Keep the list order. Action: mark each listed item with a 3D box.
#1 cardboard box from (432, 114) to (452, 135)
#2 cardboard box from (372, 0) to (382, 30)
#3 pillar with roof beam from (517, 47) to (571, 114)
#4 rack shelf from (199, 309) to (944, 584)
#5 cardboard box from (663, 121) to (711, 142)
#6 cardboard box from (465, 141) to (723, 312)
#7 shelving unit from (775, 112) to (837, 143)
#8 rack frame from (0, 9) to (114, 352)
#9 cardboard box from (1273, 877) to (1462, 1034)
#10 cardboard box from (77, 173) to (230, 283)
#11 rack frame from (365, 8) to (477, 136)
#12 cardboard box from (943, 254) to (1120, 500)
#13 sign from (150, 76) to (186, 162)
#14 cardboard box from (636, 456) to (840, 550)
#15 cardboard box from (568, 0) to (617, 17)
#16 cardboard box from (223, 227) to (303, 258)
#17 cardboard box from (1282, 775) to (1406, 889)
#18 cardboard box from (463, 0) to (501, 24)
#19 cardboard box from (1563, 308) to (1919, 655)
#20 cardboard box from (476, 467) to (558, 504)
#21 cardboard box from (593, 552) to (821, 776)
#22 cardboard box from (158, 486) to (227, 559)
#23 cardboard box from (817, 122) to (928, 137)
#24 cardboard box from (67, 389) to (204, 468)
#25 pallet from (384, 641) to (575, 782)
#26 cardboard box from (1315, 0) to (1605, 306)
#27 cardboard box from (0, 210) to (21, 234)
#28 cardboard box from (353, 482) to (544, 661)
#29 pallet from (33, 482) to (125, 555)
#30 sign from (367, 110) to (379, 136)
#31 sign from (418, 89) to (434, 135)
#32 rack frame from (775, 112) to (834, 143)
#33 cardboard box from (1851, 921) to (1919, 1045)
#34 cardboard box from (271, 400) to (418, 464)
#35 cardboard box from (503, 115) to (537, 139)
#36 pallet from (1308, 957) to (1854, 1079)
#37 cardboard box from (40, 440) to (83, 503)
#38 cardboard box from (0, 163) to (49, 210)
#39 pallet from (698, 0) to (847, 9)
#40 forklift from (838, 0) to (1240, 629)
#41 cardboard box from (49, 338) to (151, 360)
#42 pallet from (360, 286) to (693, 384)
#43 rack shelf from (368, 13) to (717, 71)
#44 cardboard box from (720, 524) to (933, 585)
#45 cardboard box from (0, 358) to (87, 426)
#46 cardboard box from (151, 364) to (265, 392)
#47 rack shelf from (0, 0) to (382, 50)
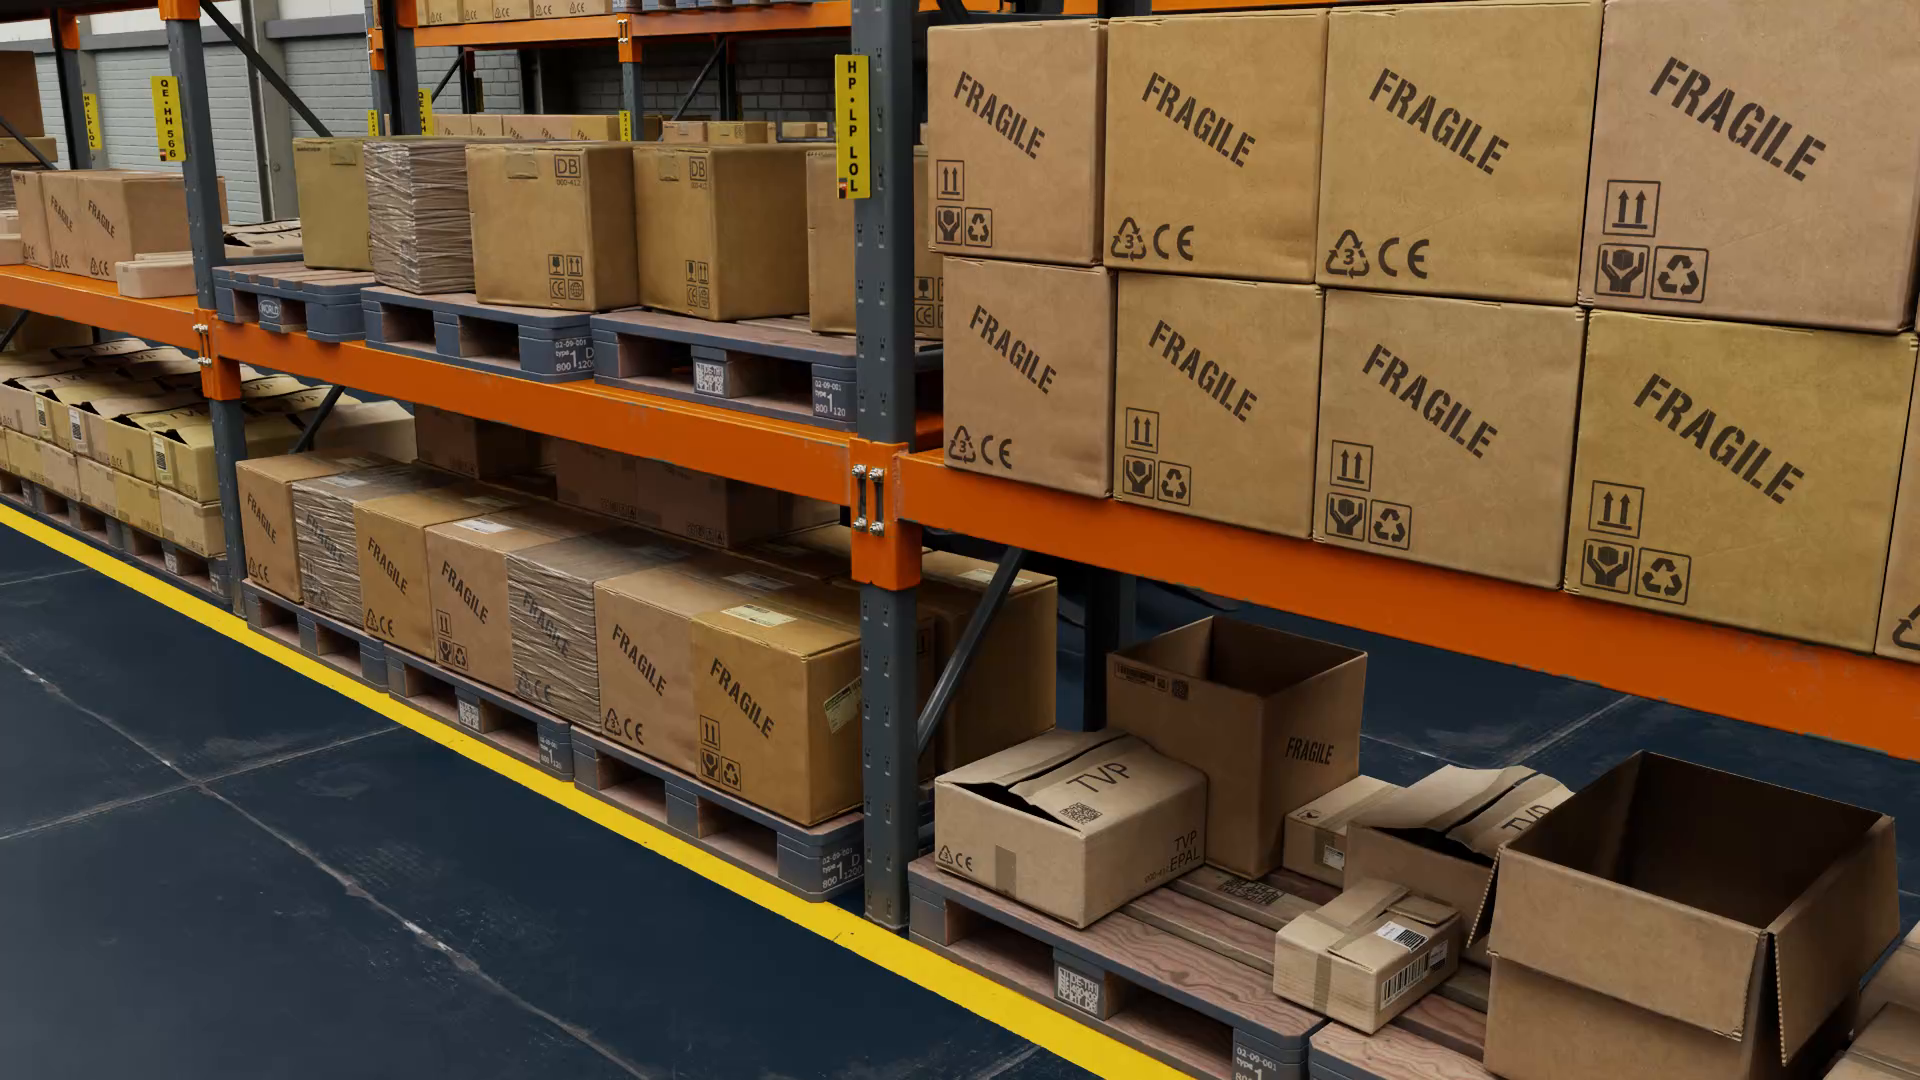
[{"bbox_3d":[-4.587,-3.579,14.991,0.500,0.500,0.500,14,20,42],"label":"cardboard box"},{"bbox_3d":[-5.004,-4.911,15.146,0.500,0.500,0.500,-14,20,-43],"label":"cardboard box"},{"bbox_3d":[-6.955,-5.662,12.315,0.400,9.000,9.100,14,20,42],"label":"pillar with roof beam"},{"bbox_3d":[-1.308,-0.508,5.858,4.000,0.370,1.077,14,20,42],"label":"rack shelf"},{"bbox_3d":[-1.849,-2.972,12.817,0.500,0.500,0.700,14,20,42],"label":"cardboard box"},{"bbox_3d":[-1.183,-1.055,5.502,0.500,0.500,0.700,8,17,28],"label":"cardboard box"},{"bbox_3d":[-0.669,-1.267,9.128,0.503,2.100,0.431,14,20,43],"label":"shelving unit"},{"bbox_3d":[-5.627,-1.906,9.798,0.127,3.000,1.000,14,20,42],"label":"rack frame"},{"bbox_3d":[0.914,0.915,3.719,0.250,0.166,0.380,14,20,42],"label":"cardboard box"},{"bbox_3d":[-3.967,-1.545,8.214,0.500,0.500,0.500,12,19,39],"label":"cardboard box"},{"bbox_3d":[-5.071,-3.506,15.938,0.127,3.000,1.000,14,20,42],"label":"rack frame"},{"bbox_3d":[0.310,-0.416,3.880,0.500,0.500,0.500,-14,20,-43],"label":"cardboard box"},{"bbox_3d":[-3.130,-1.665,6.576,0.005,0.325,0.100,14,20,42],"label":"sign"},{"bbox_3d":[-0.767,-0.176,5.756,0.500,0.250,0.500,14,20,42],"label":"cardboard box"},{"bbox_3d":[-2.728,-4.359,13.026,0.500,0.500,0.500,-14,20,-43],"label":"cardboard box"},{"bbox_3d":[-2.979,-1.234,7.397,0.500,0.311,0.500,-13,19,-41],"label":"cardboard box"},{"bbox_3d":[1.051,0.764,4.333,0.250,0.149,0.380,14,20,42],"label":"cardboard box"},{"bbox_3d":[-3.865,-4.631,14.069,0.500,0.500,0.500,-13,19,-41],"label":"cardboard box"},{"bbox_3d":[1.406,-0.150,2.860,0.500,0.500,0.500,13,20,41],"label":"cardboard box"},{"bbox_3d":[-1.539,0.003,6.558,0.500,0.500,0.500,13,19,40],"label":"cardboard box"},{"bbox_3d":[-0.772,0.369,5.154,0.500,0.500,0.500,14,20,42],"label":"cardboard box"},{"bbox_3d":[-3.295,-0.126,7.588,0.500,0.250,0.500,-14,20,-43],"label":"cardboard box"},{"bbox_3d":[-0.569,-2.661,11.626,0.500,0.500,0.700,14,20,42],"label":"cardboard box"},{"bbox_3d":[-4.035,-0.575,8.200,0.500,0.311,0.500,13,20,42],"label":"cardboard box"},{"bbox_3d":[-1.362,0.495,6.115,1.213,0.211,1.003,14,20,42],"label":"pallet"},{"bbox_3d":[1.017,-0.724,3.081,0.500,0.500,0.500,13,19,41],"label":"cardboard box"},{"bbox_3d":[-5.242,-1.755,9.516,0.500,0.250,0.500,-13,19,-41],"label":"cardboard box"},{"bbox_3d":[-1.880,0.102,6.178,0.500,0.500,0.500,13,20,41],"label":"cardboard box"},{"bbox_3d":[-4.187,-0.221,8.862,1.213,0.211,1.003,14,20,42],"label":"pallet"},{"bbox_3d":[-5.447,-3.826,15.450,0.005,0.325,0.100,14,20,42],"label":"sign"},{"bbox_3d":[-2.378,-1.828,7.359,0.005,0.325,0.100,14,20,42],"label":"sign"},{"bbox_3d":[-0.843,-1.310,9.294,0.015,2.100,0.400,14,20,43],"label":"rack frame"},{"bbox_3d":[2.097,0.990,3.263,0.500,0.250,0.500,14,20,42],"label":"cardboard box"},{"bbox_3d":[-2.921,-0.495,7.890,0.500,0.311,0.500,-14,20,-42],"label":"cardboard box"},{"bbox_3d":[-3.465,-3.309,13.952,0.500,0.500,0.500,13,19,41],"label":"cardboard box"},{"bbox_3d":[1.508,1.178,3.494,1.213,0.211,1.003,14,20,42],"label":"pallet"},{"bbox_3d":[-4.401,-0.394,8.615,0.500,0.250,0.500,-14,20,-43],"label":"cardboard box"},{"bbox_3d":[-5.951,-2.031,10.079,0.500,0.500,0.700,13,19,41],"label":"cardboard box"},{"bbox_3d":[-1.072,-3.858,11.713,1.003,0.211,1.213,14,20,42],"label":"pallet"},{"bbox_3d":[0.221,-1.256,7.441,1.130,2.935,3.031,-6,16,-21],"label":"forklift"},{"bbox_3d":[-5.136,-1.031,9.948,0.500,0.311,0.500,14,20,42],"label":"cardboard box"},{"bbox_3d":[-1.344,-0.773,5.832,1.213,0.211,1.003,14,20,42],"label":"pallet"},{"bbox_3d":[-3.631,-4.259,14.307,4.000,0.370,1.077,14,20,42],"label":"rack shelf"},{"bbox_3d":[-0.439,0.271,5.529,0.500,0.500,0.500,14,20,43],"label":"cardboard box"},{"bbox_3d":[-5.146,-0.844,9.230,0.500,0.311,0.500,13,20,42],"label":"cardboard box"},{"bbox_3d":[-4.041,-0.765,8.926,0.500,0.311,0.500,13,20,42],"label":"cardboard box"},{"bbox_3d":[-4.187,-2.659,8.167,4.000,0.370,1.077,14,20,42],"label":"rack shelf"}]
